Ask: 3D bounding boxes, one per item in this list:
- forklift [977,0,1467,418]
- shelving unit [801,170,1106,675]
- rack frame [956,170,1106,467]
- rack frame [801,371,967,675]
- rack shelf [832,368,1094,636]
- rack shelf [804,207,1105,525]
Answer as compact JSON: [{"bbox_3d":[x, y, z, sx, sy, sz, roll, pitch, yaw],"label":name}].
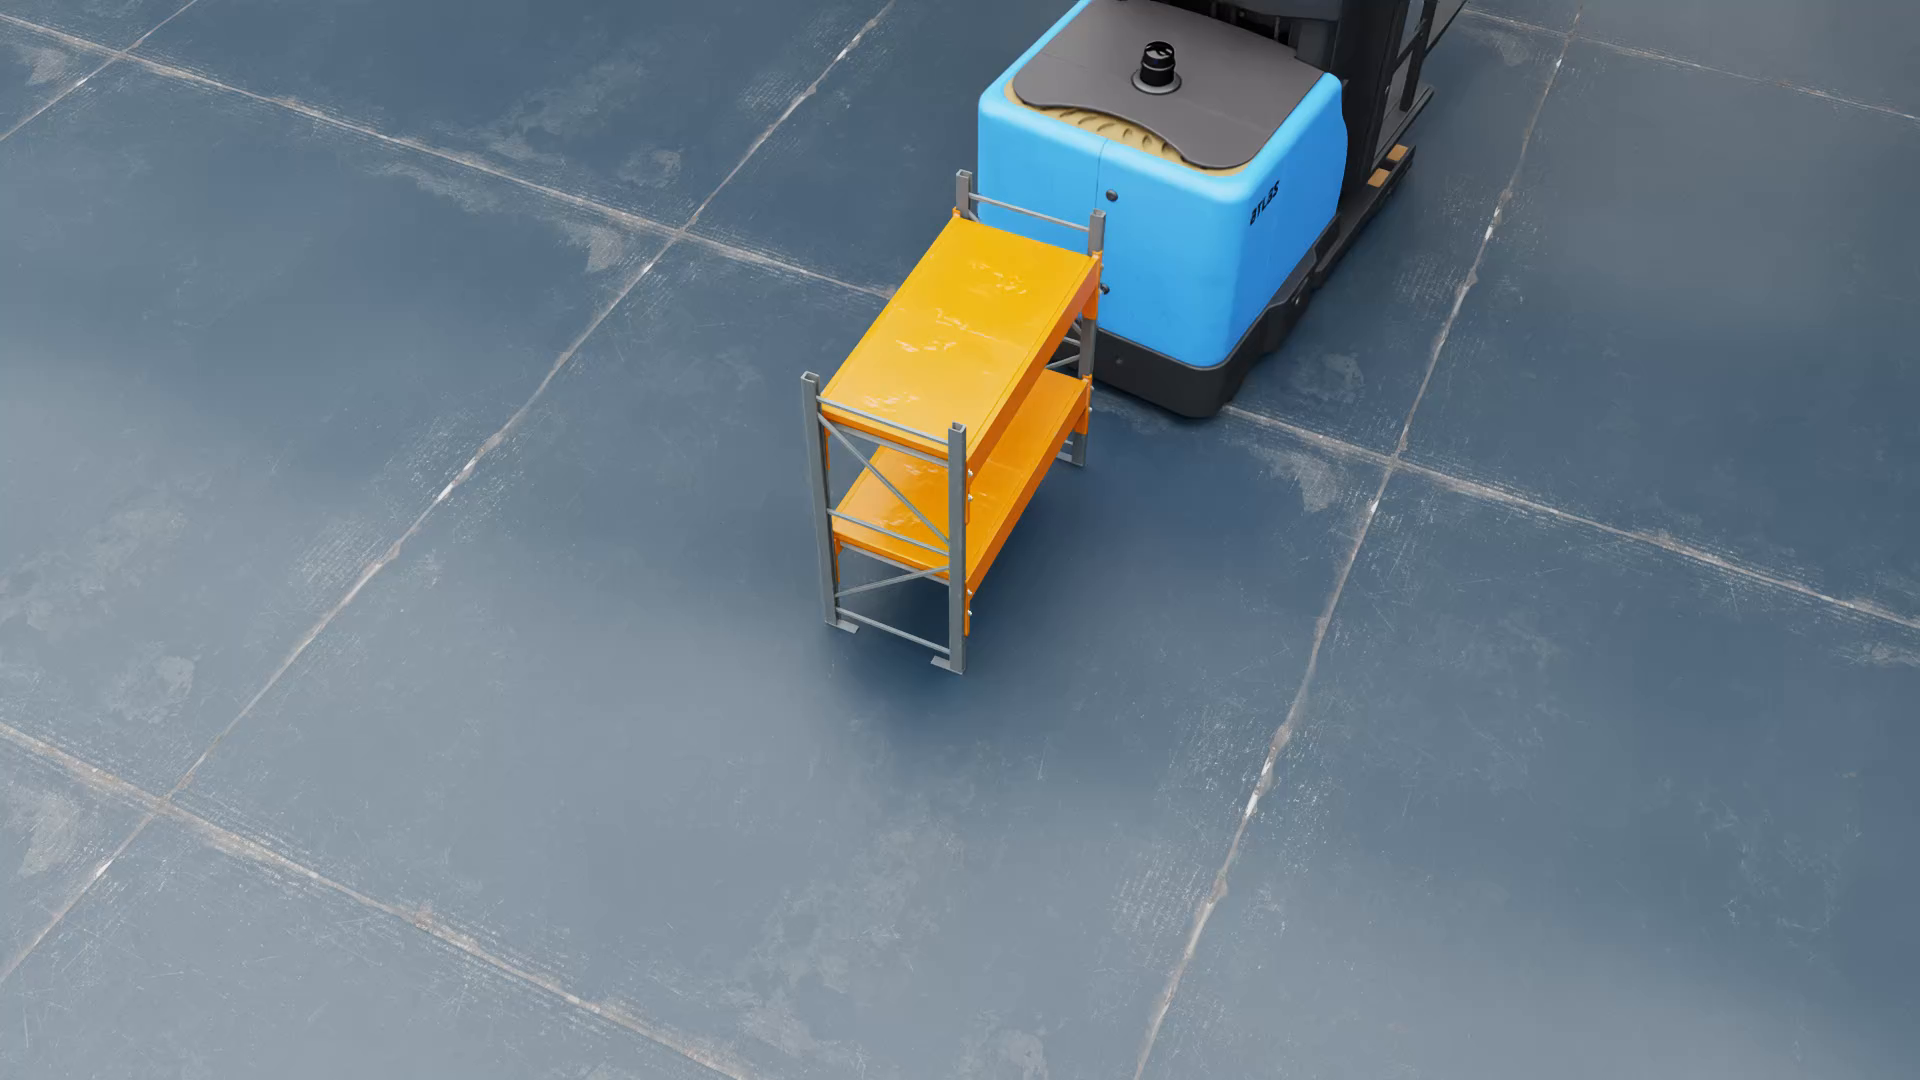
[{"bbox_3d":[1.256,-2.505,5.957,1.130,2.935,3.031,26,54,20],"label":"forklift"},{"bbox_3d":[0.003,-0.369,5.326,0.538,1.125,1.048,20,52,16],"label":"shelving unit"},{"bbox_3d":[0.220,-0.719,5.623,0.500,1.125,0.032,20,52,16],"label":"rack frame"},{"bbox_3d":[-0.214,-0.019,5.028,0.500,1.125,0.032,20,52,16],"label":"rack frame"},{"bbox_3d":[0.003,-0.211,5.512,0.538,0.278,1.000,20,52,16],"label":"rack shelf"},{"bbox_3d":[0.003,-0.559,5.103,0.538,0.278,1.000,20,52,16],"label":"rack shelf"}]
